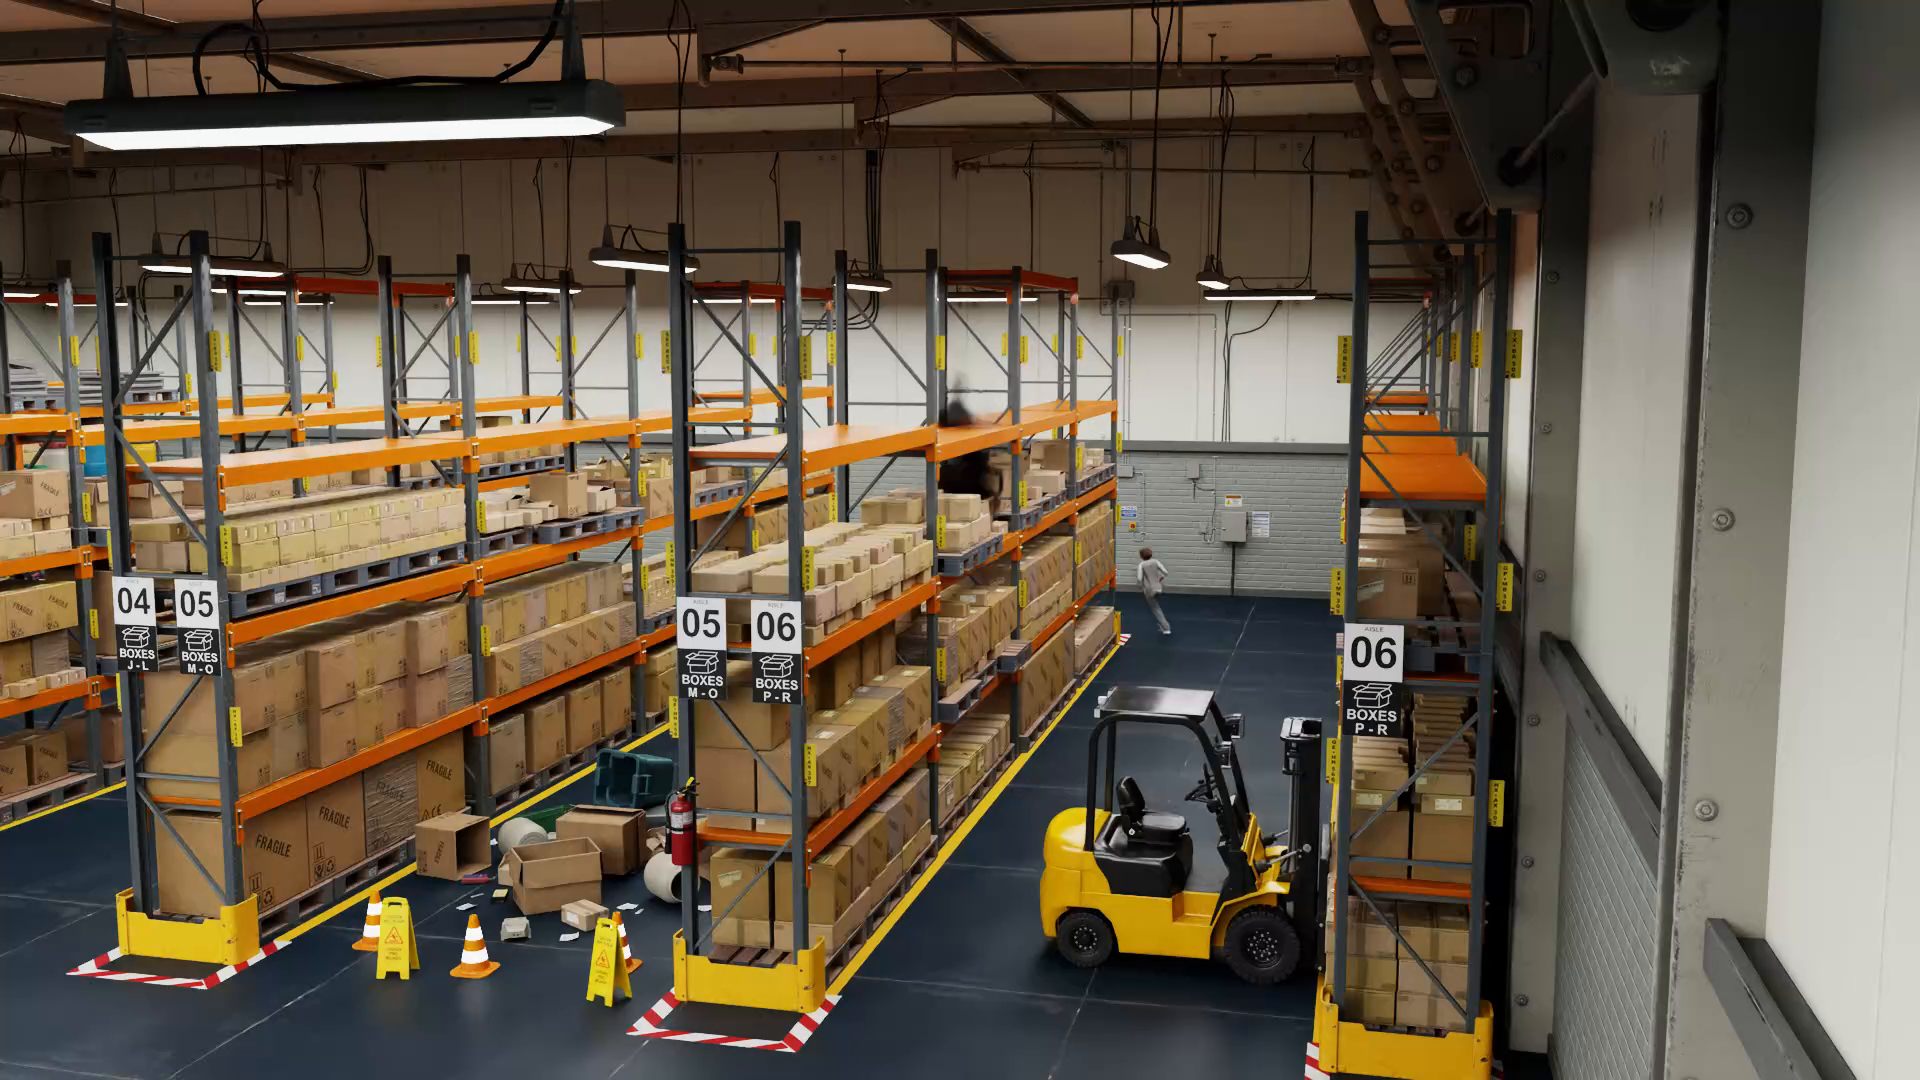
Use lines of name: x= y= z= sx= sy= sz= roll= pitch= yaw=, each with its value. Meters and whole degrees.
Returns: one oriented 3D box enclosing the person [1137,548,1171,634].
person: x=3.360 y=0.888 z=28.827 sx=0.637 sy=1.536 sz=0.569 roll=-4 pitch=8 yaw=-29
